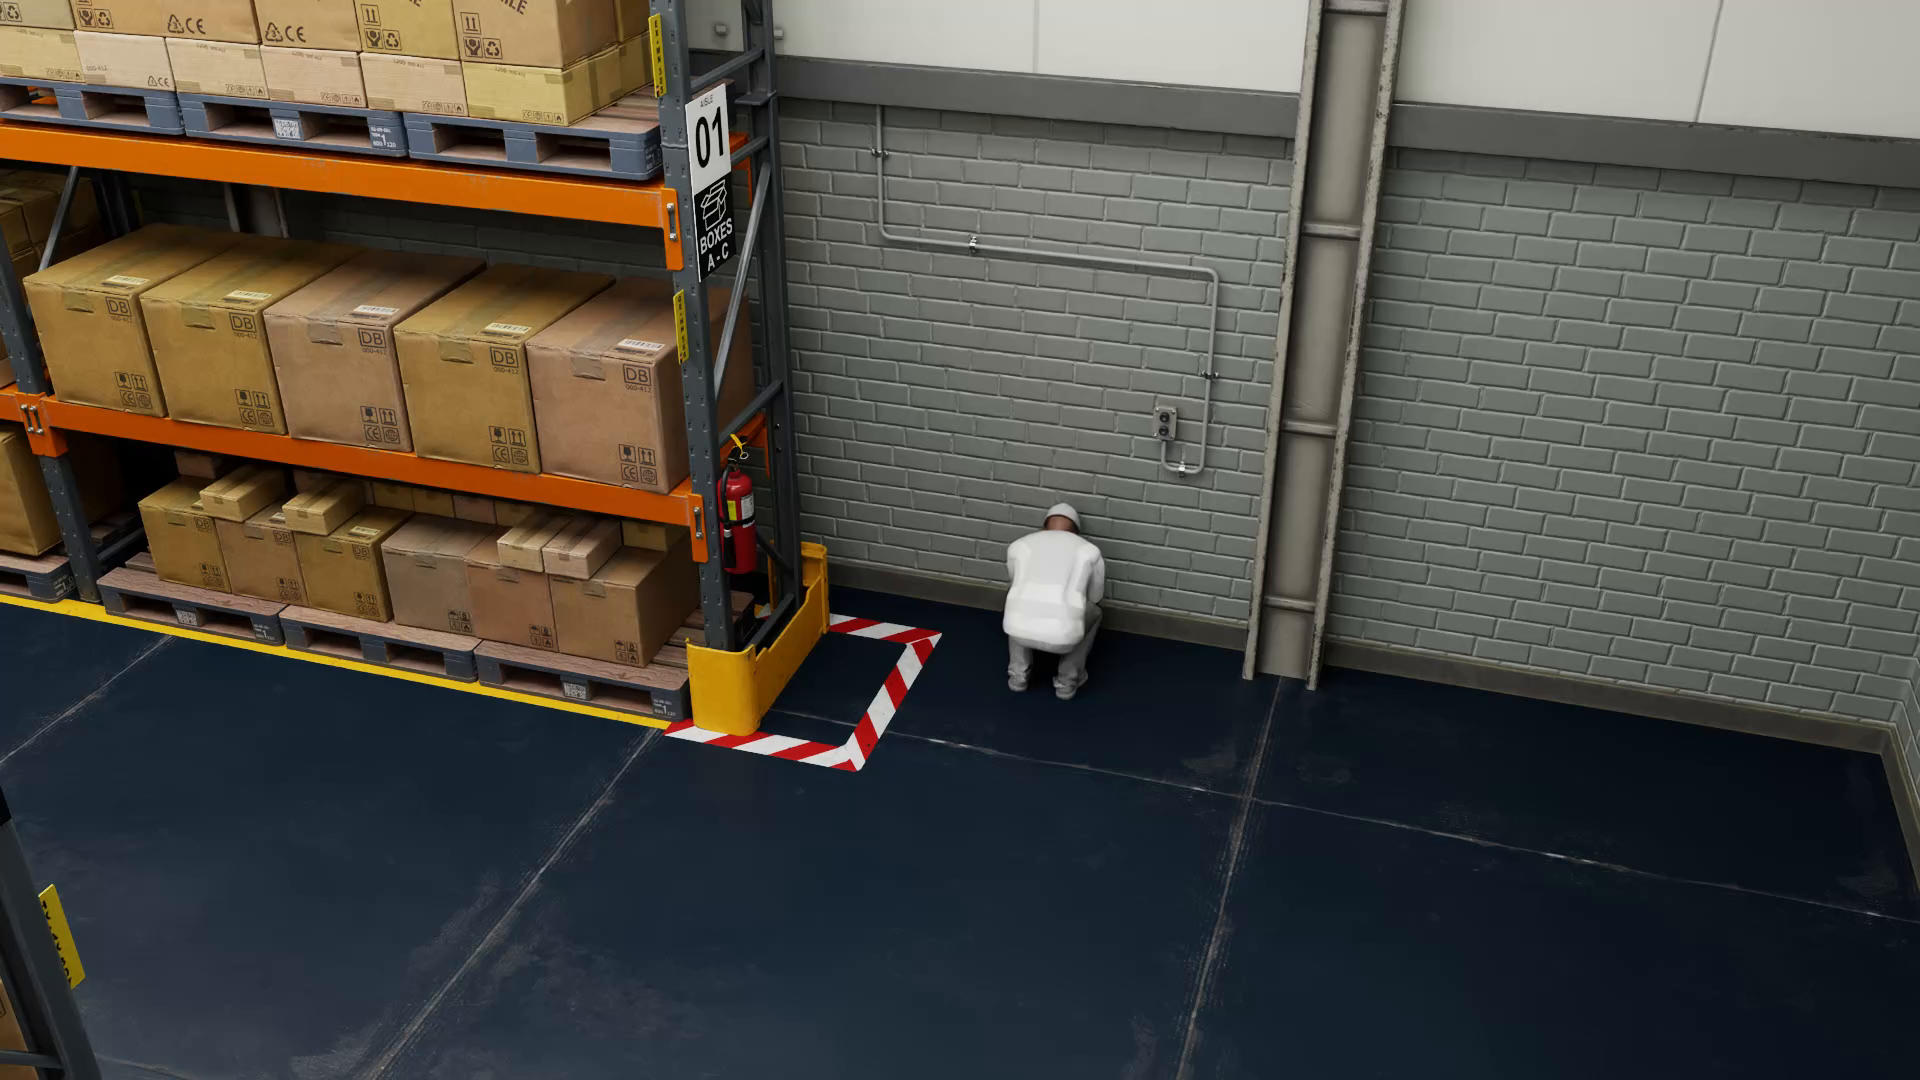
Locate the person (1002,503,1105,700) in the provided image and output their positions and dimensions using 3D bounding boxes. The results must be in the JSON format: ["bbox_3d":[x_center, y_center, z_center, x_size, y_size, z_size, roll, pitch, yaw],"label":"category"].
[{"bbox_3d":[0.484,0.360,8.900,0.540,0.861,0.944,8,30,14],"label":"person"}]
